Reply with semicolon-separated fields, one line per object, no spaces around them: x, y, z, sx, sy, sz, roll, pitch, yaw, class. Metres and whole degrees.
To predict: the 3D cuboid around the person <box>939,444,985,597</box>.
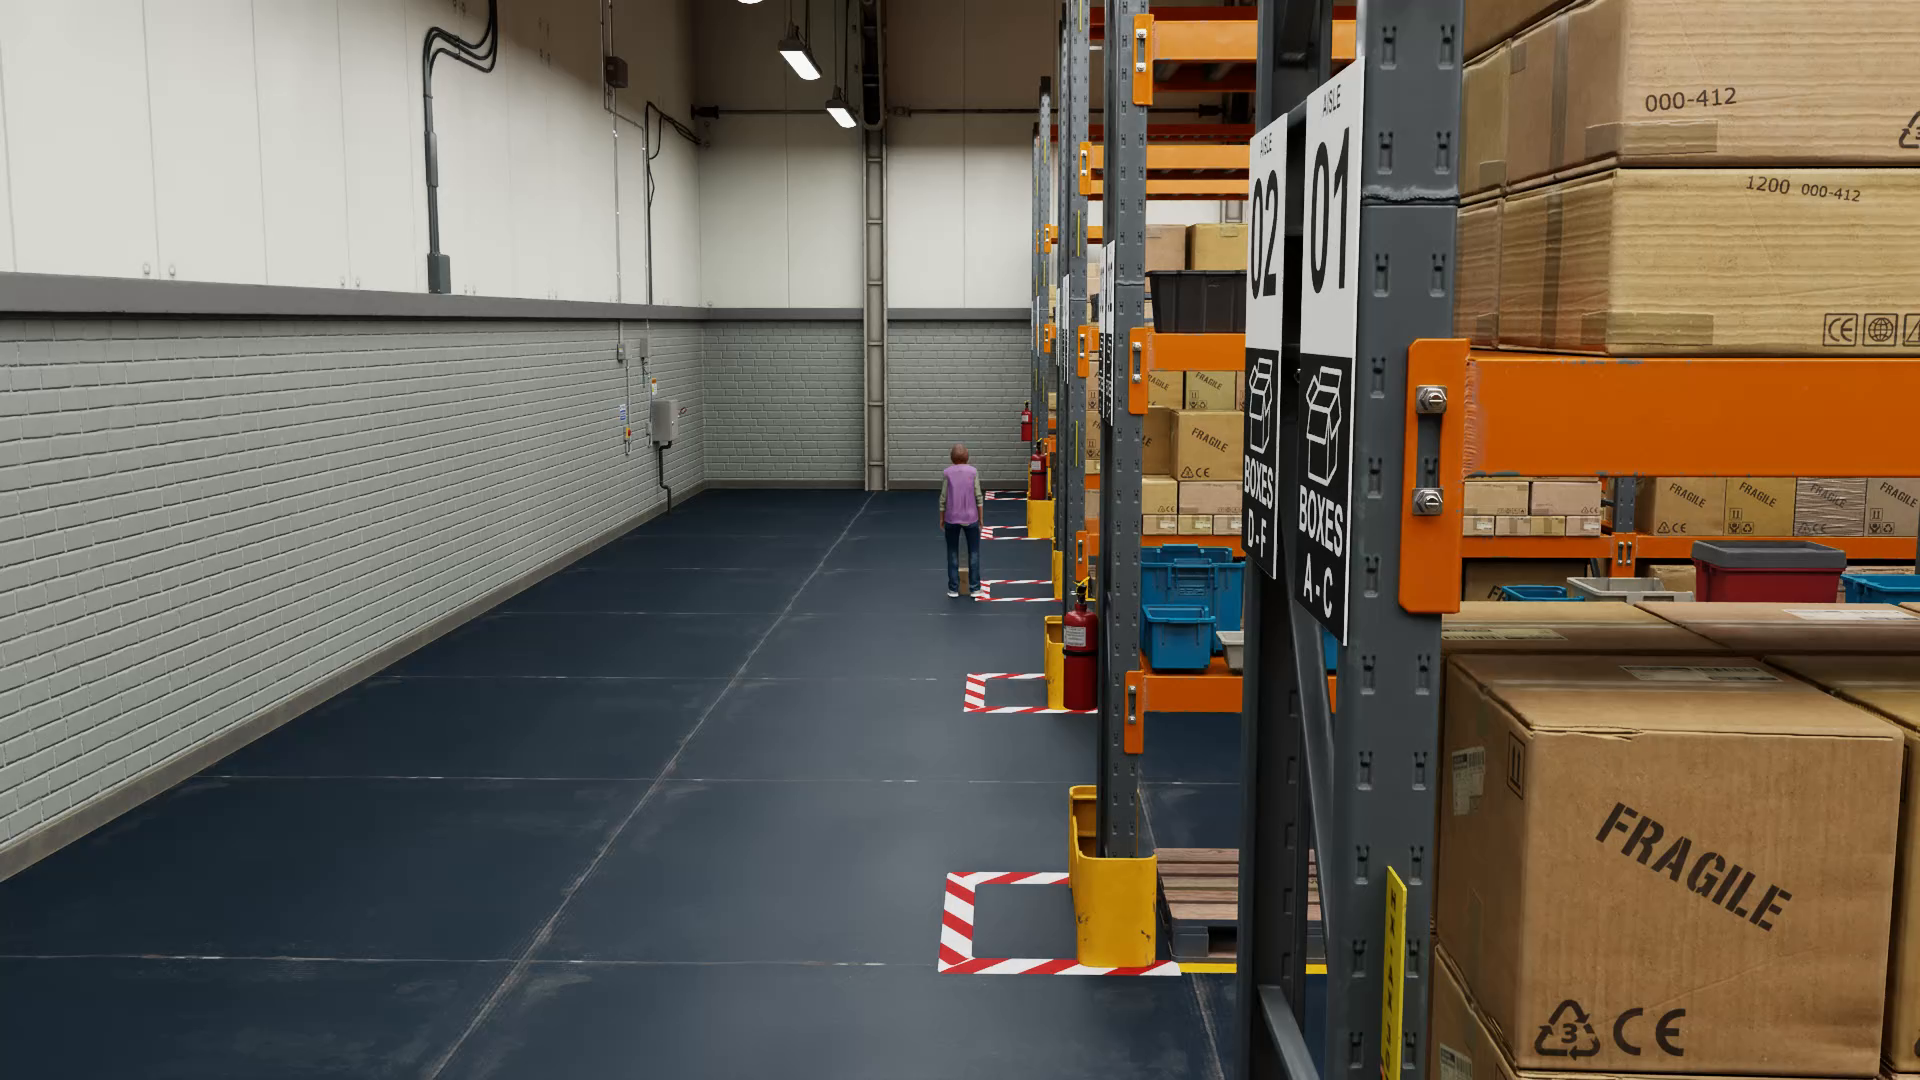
0.019;-0.191;17.333;0.478;1.580;0.345;0;7;1;person
